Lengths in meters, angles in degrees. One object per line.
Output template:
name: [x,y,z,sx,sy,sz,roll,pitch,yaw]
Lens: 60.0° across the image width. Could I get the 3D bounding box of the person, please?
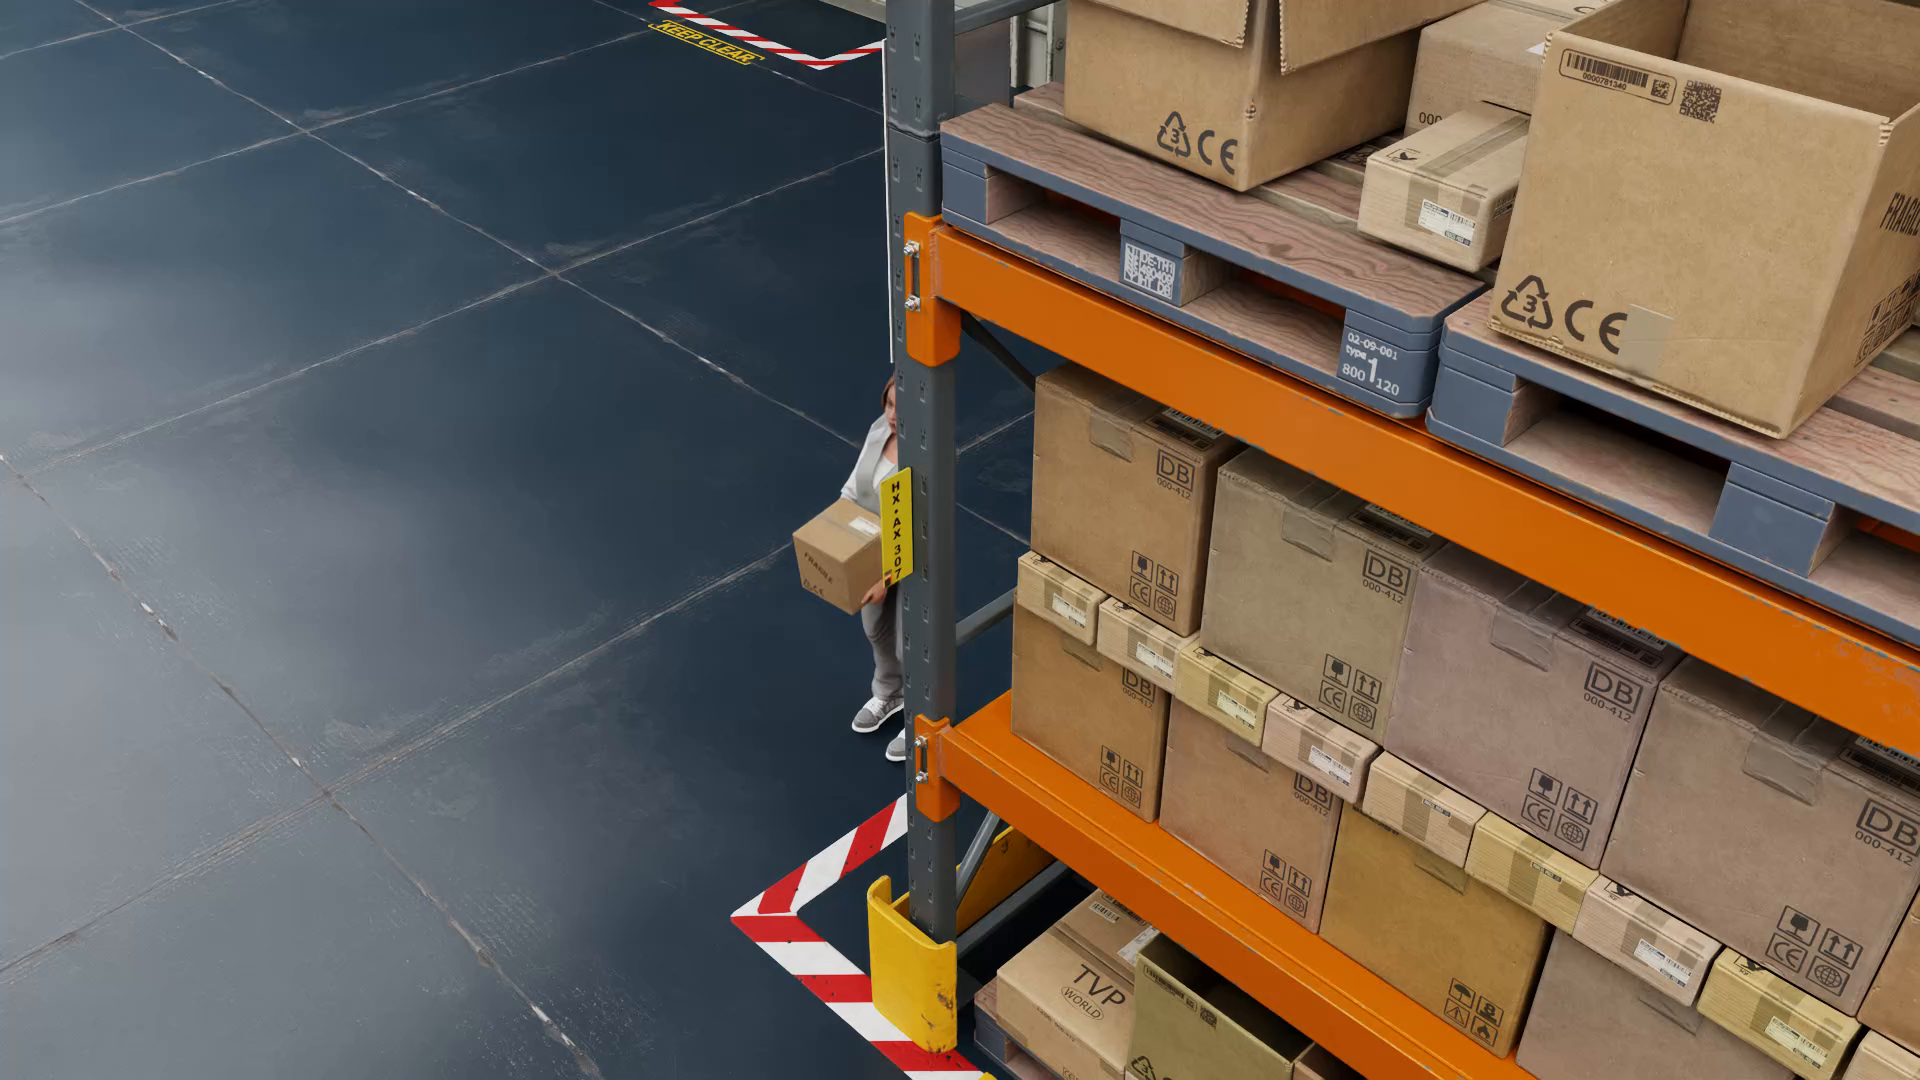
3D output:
person: [-0.269,0.120,5.995,0.404,1.590,0.497,28,44,33]
